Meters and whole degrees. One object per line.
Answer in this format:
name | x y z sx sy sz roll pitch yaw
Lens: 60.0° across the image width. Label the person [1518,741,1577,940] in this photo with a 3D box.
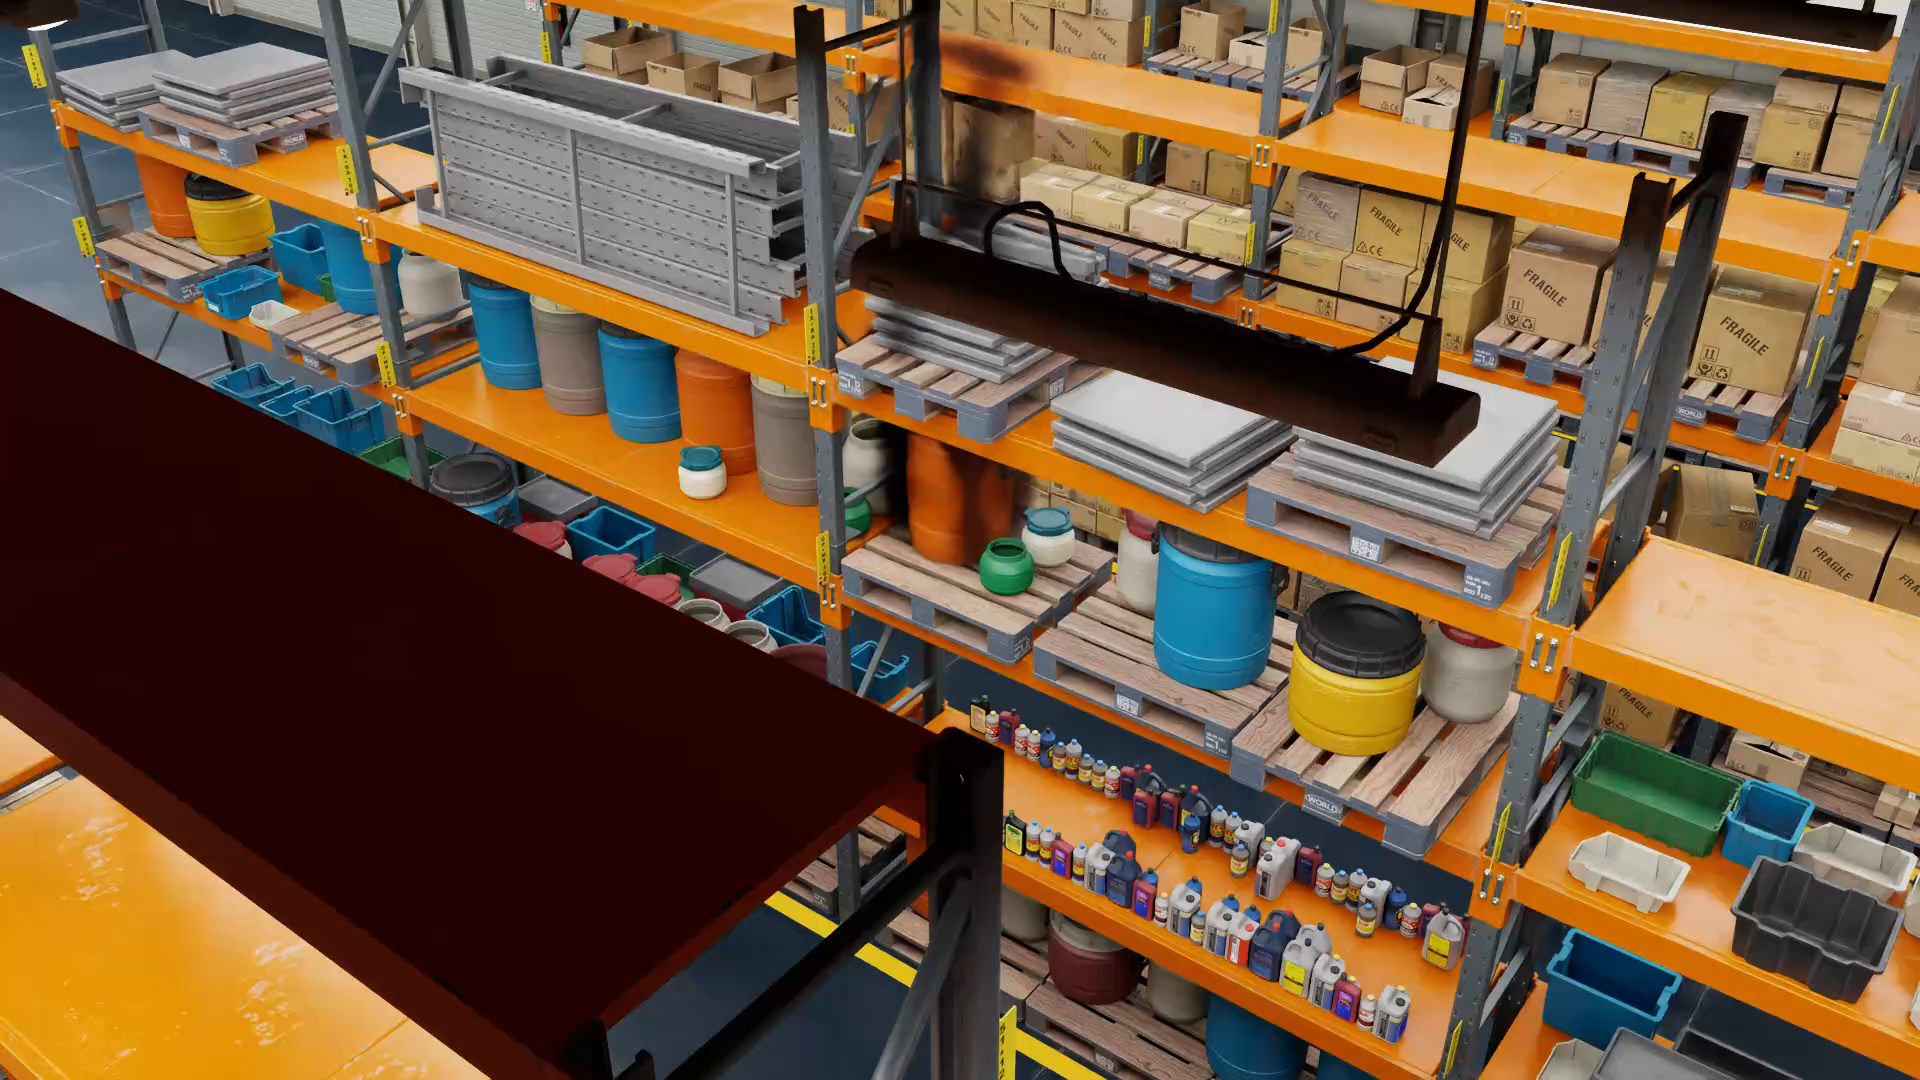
person | 3.787 1.861 10.492 0.677 1.543 0.674 26 40 35
